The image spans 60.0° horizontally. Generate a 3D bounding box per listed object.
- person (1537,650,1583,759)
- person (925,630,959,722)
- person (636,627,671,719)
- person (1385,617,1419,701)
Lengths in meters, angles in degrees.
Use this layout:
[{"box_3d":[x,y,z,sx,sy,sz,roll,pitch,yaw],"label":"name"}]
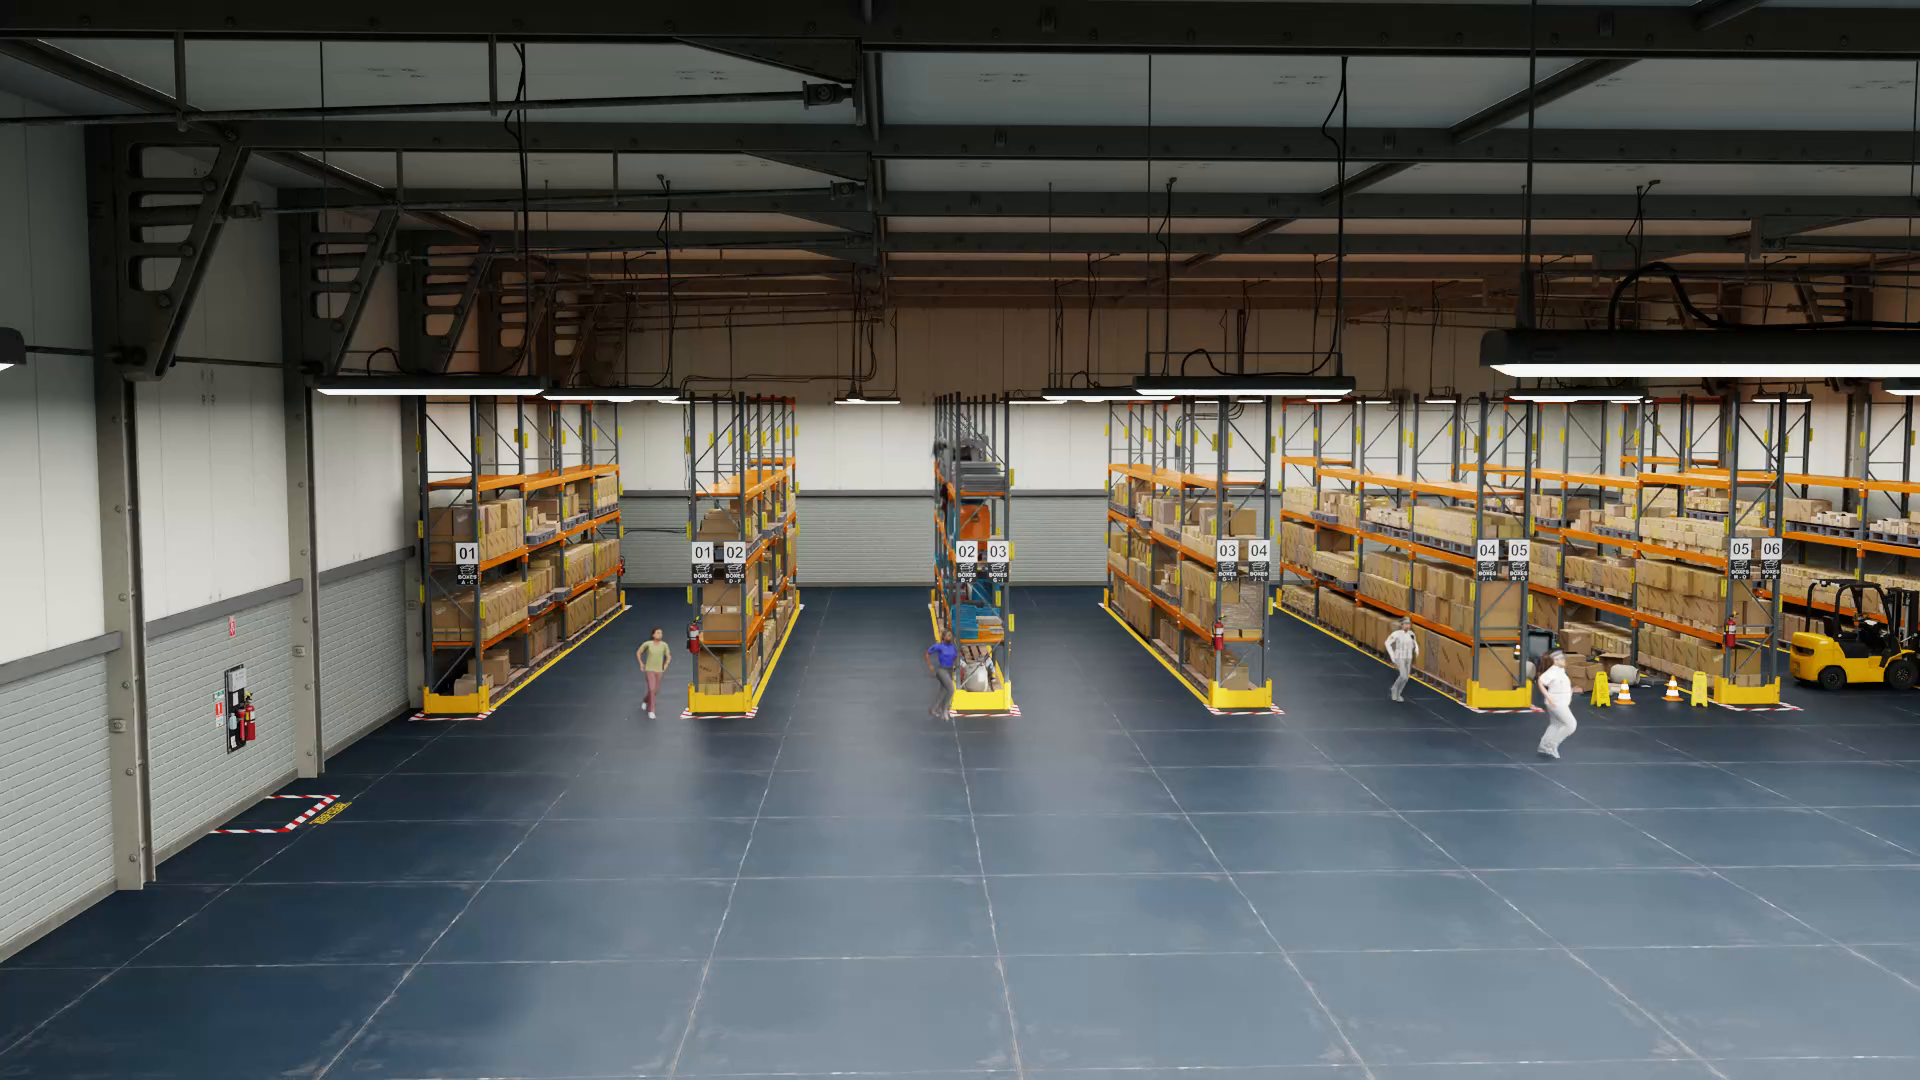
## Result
[{"box_3d":[9.777,2.673,27.093,0.682,1.775,0.637,2,5,28],"label":"person"},{"box_3d":[-0.277,2.517,30.497,0.653,1.558,0.606,3,6,37],"label":"person"},{"box_3d":[-5.680,2.440,30.905,0.615,1.653,0.730,-2,5,-28],"label":"person"},{"box_3d":[8.624,2.308,32.242,0.622,1.661,0.575,-2,5,-18],"label":"person"}]
